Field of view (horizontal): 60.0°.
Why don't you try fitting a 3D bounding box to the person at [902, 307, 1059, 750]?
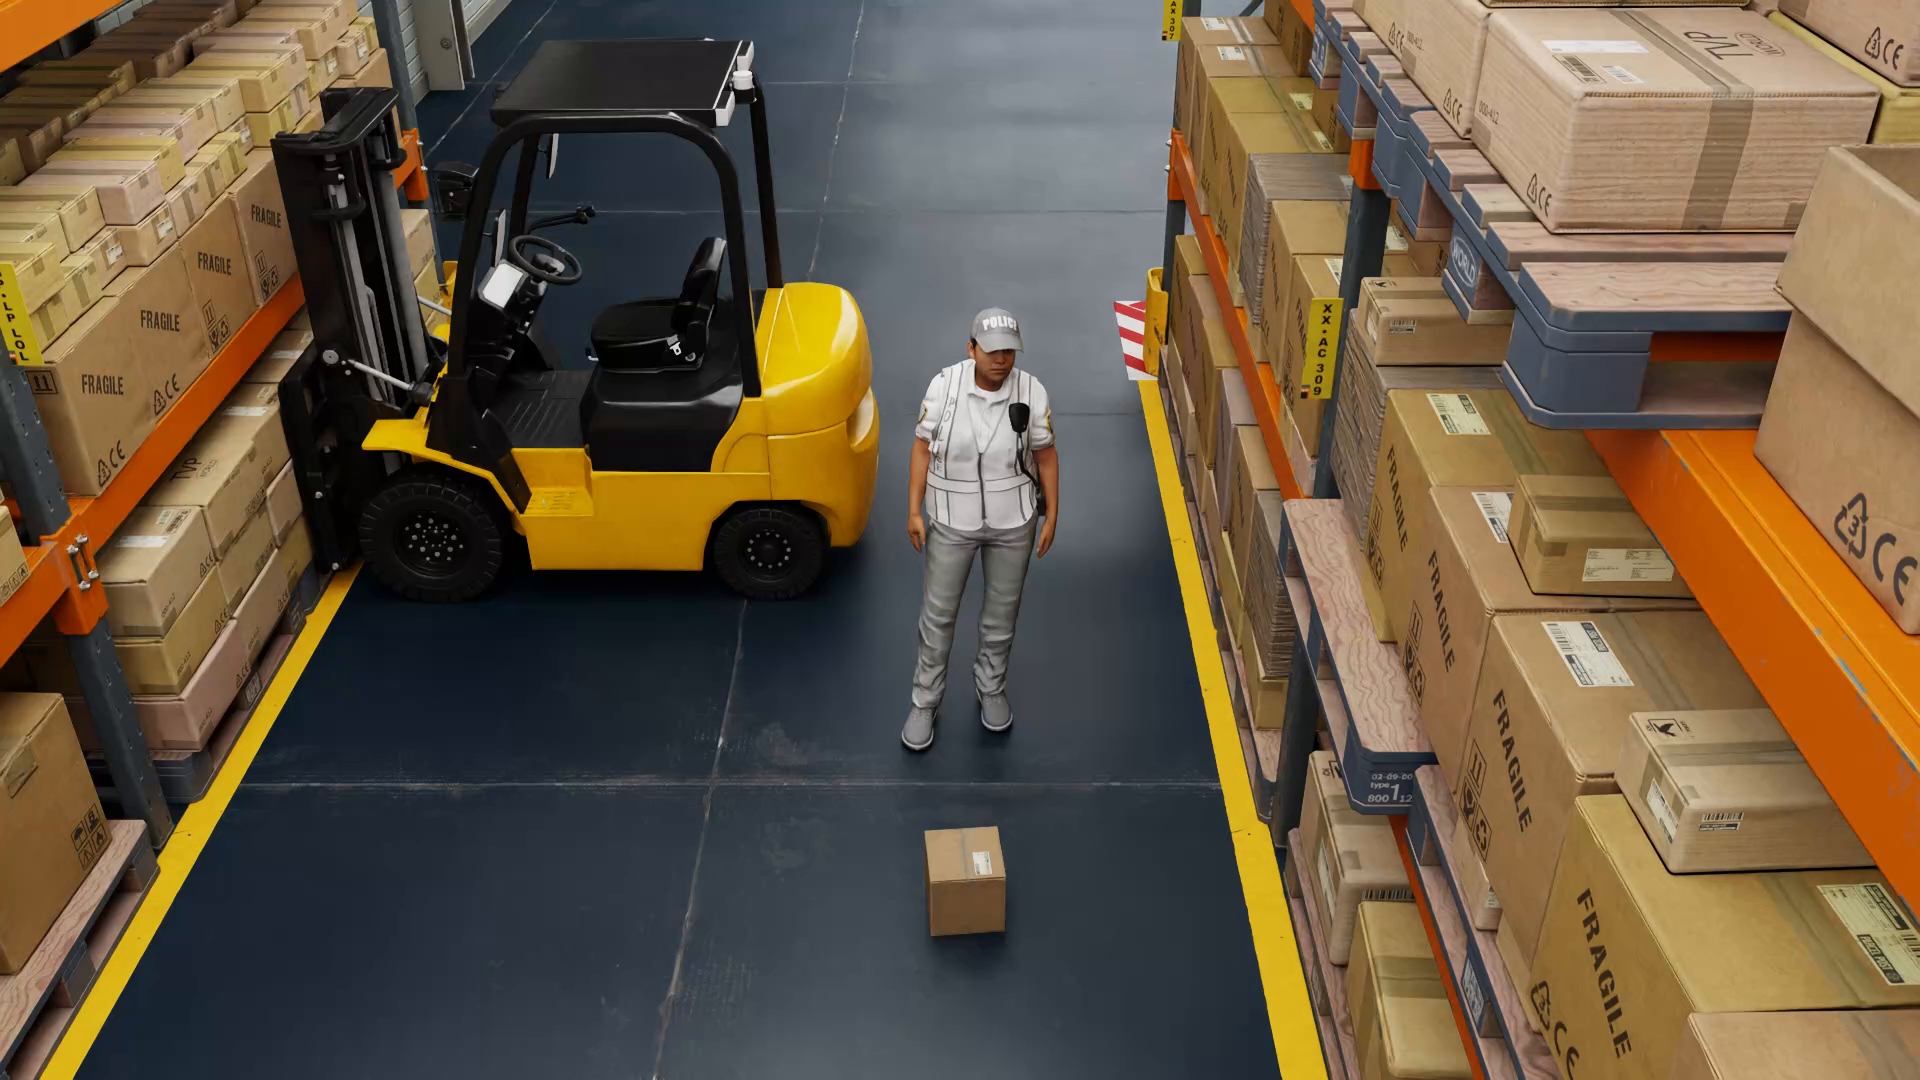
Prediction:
[{"bbox_3d":[0.069,-0.035,6.168,0.599,1.671,0.529,-1,32,-1],"label":"person"}]
